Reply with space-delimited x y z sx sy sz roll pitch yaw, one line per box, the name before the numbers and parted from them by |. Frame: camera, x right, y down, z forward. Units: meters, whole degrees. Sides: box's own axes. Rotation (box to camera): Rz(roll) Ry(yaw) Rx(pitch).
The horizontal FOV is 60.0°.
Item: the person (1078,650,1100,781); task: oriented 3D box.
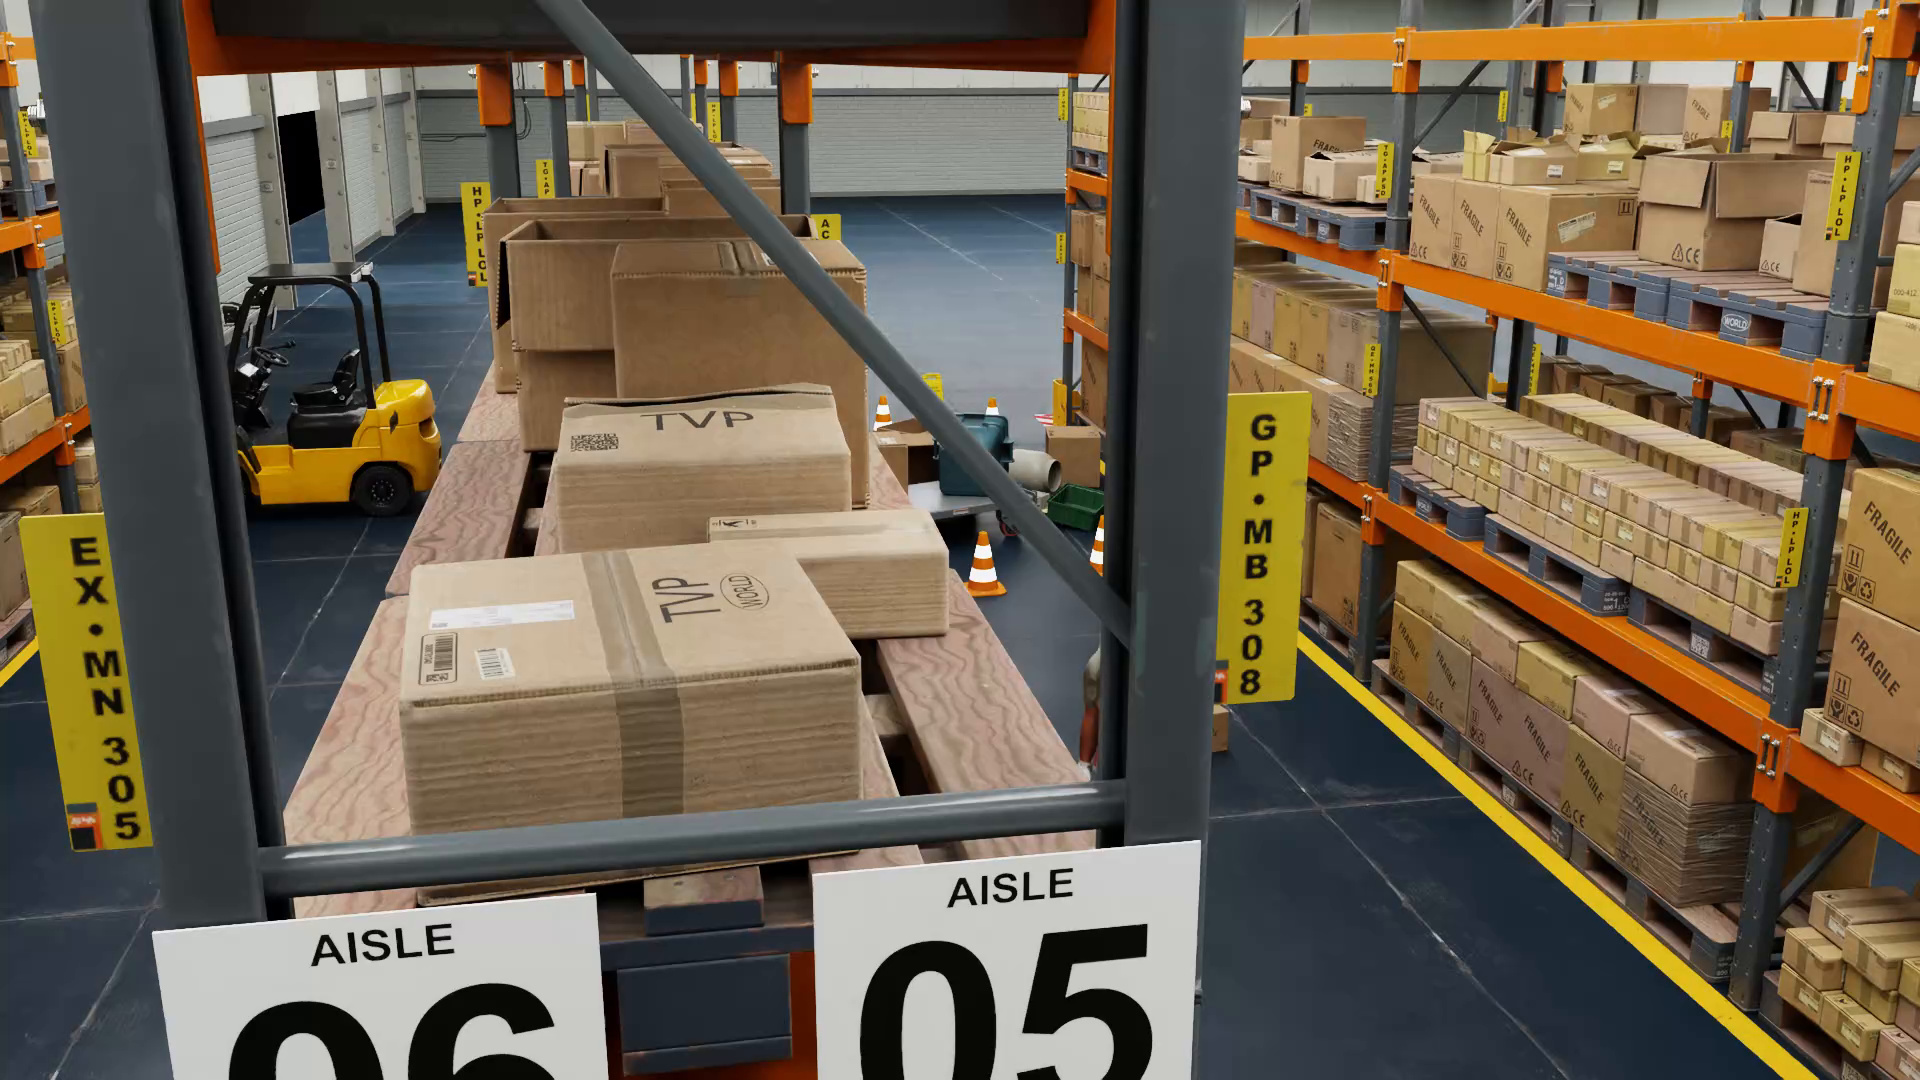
person | 0.776 1.221 7.275 0.594 1.585 0.690 2 16 6
